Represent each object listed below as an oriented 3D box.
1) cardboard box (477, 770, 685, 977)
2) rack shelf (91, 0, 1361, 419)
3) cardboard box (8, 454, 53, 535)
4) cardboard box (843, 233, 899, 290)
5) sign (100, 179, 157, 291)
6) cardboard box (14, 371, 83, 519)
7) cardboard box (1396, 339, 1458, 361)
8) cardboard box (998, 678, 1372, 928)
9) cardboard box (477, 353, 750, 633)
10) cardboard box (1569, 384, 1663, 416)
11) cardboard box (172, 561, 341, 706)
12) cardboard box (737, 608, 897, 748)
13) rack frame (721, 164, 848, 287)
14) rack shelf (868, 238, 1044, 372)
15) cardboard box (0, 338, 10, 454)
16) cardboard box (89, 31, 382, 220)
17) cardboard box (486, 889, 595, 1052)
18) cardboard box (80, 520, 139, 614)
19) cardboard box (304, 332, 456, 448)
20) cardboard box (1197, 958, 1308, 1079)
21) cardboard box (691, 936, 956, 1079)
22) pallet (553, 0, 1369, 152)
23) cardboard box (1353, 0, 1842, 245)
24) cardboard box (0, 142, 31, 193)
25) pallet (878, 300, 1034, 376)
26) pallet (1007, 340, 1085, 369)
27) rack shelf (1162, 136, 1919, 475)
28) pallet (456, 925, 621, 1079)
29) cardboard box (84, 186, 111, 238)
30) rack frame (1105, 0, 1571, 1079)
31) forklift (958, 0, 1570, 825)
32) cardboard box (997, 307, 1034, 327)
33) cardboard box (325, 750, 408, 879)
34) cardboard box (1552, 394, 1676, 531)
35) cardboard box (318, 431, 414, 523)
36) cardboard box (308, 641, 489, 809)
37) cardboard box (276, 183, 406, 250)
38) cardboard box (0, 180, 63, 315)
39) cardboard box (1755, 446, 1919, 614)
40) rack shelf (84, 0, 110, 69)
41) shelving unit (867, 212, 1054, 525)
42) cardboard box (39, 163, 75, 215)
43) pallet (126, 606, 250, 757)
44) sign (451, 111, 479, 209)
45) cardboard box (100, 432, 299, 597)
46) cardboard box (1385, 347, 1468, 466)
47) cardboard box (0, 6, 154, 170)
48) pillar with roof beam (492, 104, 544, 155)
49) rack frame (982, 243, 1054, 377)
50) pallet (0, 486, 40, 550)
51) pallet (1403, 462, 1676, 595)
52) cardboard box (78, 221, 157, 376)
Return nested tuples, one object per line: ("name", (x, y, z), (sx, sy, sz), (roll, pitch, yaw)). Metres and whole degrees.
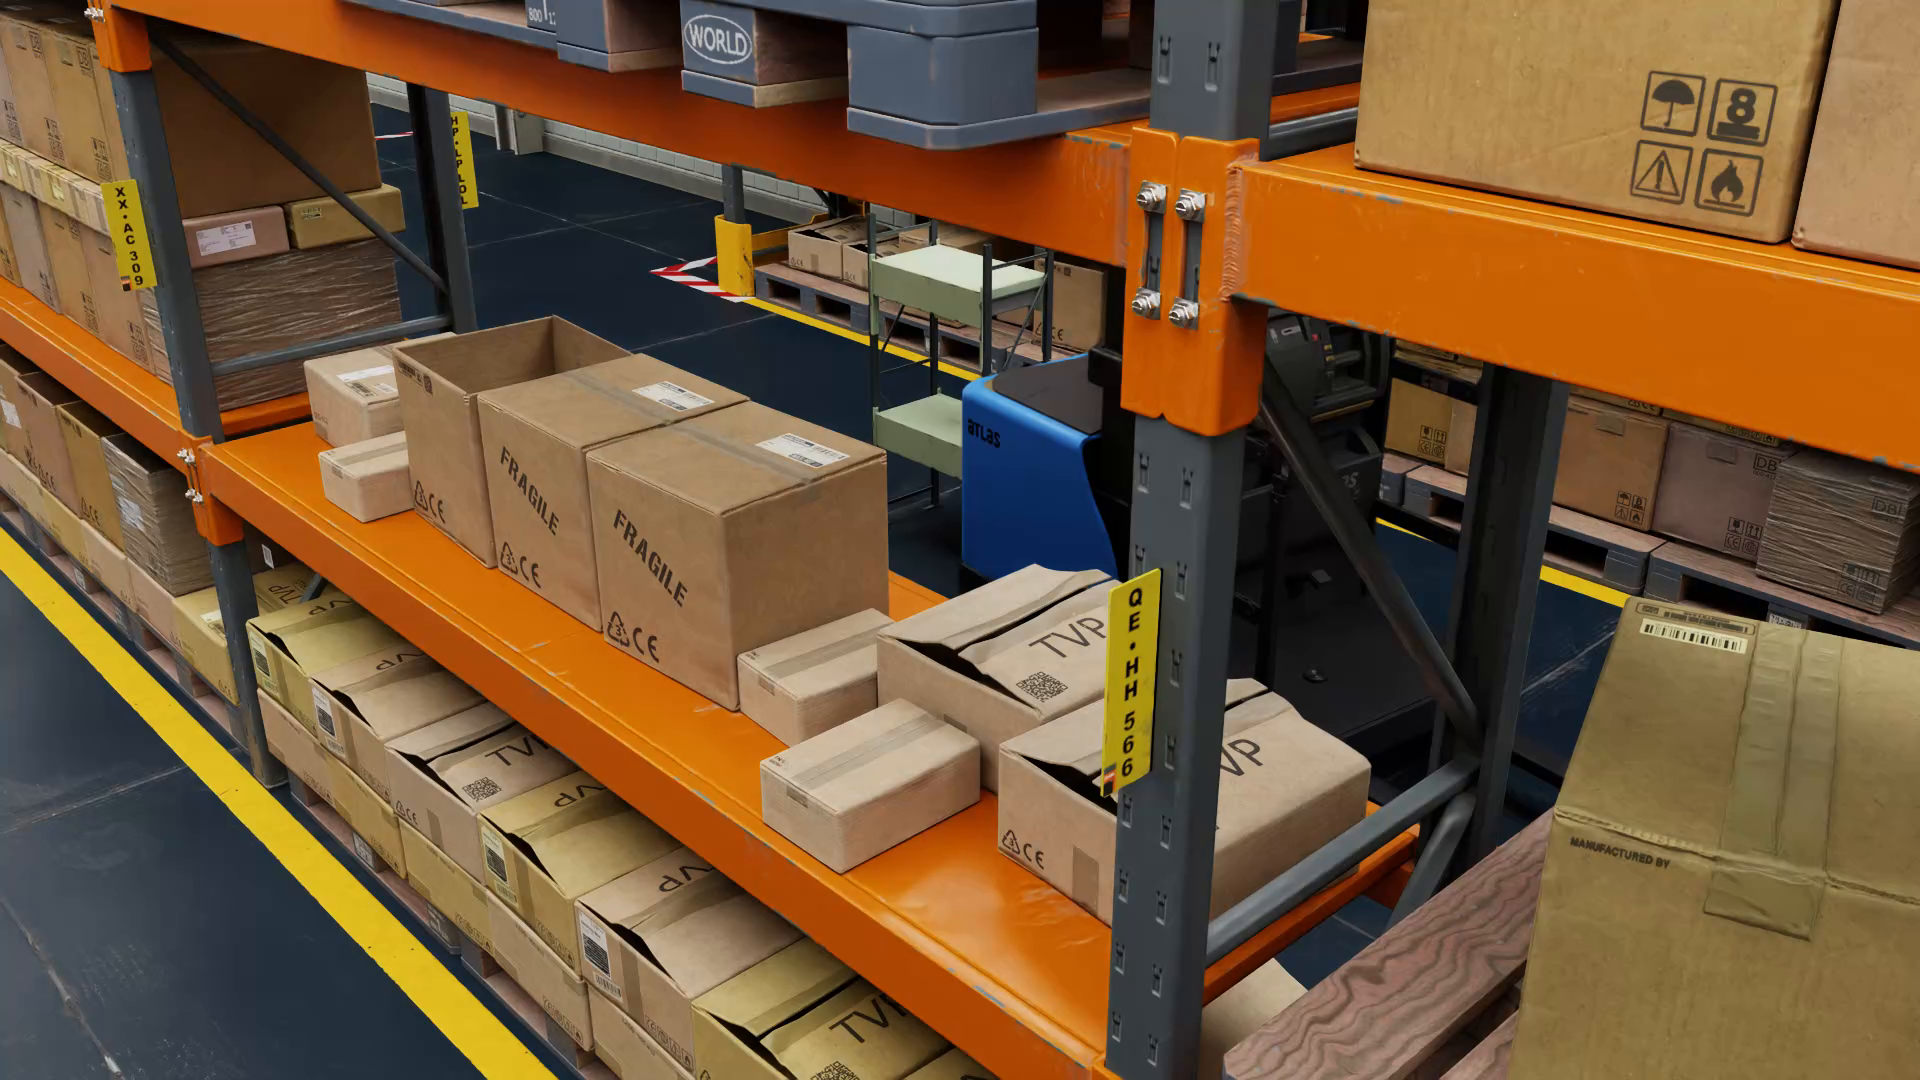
("cardboard box", (-0.943, 0.823, 4.463), (0.500, 0.311, 0.500), (-20, 31, -37))
("rack shelf", (-0.728, -1.074, 3.744), (1.077, 0.370, 4.000), (-21, 32, -38))
("cardboard box", (-3.939, -0.267, 7.529), (0.500, 0.250, 0.500), (-21, 32, -38))
("cardboard box", (-0.419, -1.830, 10.857), (0.500, 0.311, 0.500), (-18, 30, -34))
("sign", (-2.500, -0.915, 5.003), (0.100, 0.325, 0.005), (-21, 32, -38))
("cardboard box", (-3.602, -0.455, 7.037), (0.500, 0.500, 0.500), (-21, 32, -38))
("cardboard box", (2.337, -1.103, 8.131), (0.500, 0.250, 0.500), (-22, 33, -39))
("cardboard box", (0.422, 0.487, 3.176), (0.500, 0.311, 0.500), (-19, 31, -35))
("cardboard box", (-0.880, -0.140, 4.322), (0.500, 0.500, 0.500), (-21, 32, -38))
("cardboard box", (3.023, -0.790, 7.445), (0.500, 0.250, 0.500), (-21, 32, -39))
("cardboard box", (-2.572, 0.338, 6.201), (0.500, 0.250, 0.500), (-21, 32, -38))
("cardboard box", (-0.274, 0.313, 3.753), (0.380, 0.149, 0.250), (-18, 30, -35))
("rack frame", (-1.216, -3.261, 11.285), (1.000, 3.000, 0.127), (-21, 32, -38))
("rack shelf", (-0.005, -1.039, 7.281), (0.431, 0.370, 0.720), (-21, 32, -38))
("cardboard box", (-4.282, -0.760, 7.704), (0.500, 0.500, 0.500), (-21, 32, -38))
("cardboard box", (-2.403, -1.411, 5.546), (0.700, 0.500, 0.500), (-21, 32, -38))
("cardboard box", (-0.949, 1.075, 4.586), (0.500, 0.250, 0.500), (-20, 32, -38))
("cardboard box", (-3.259, 0.037, 6.862), (0.500, 0.250, 0.500), (-21, 32, -38))
("cardboard box", (-1.727, -0.438, 5.277), (0.500, 0.250, 0.500), (-19, 31, -35))
("cardboard box", (0.495, 1.132, 3.787), (0.500, 0.311, 0.500), (-20, 31, -37))
("cardboard box", (-0.259, 1.129, 3.792), (0.500, 0.311, 0.500), (-22, 32, -39))
("pallet", (0.109, -0.890, 2.701), (1.213, 0.211, 1.003), (-19, 31, -36))
("cardboard box", (0.961, -0.719, 1.977), (0.910, 0.500, 0.500), (-21, 32, -38))
("cardboard box", (-3.488, -1.470, 6.456), (0.380, 0.149, 0.250), (-20, 31, -37))
("pallet", (0.195, -1.344, 10.442), (1.003, 0.211, 1.213), (-21, 32, -38))
("pallet", (1.033, -0.974, 9.631), (1.003, 0.211, 1.213), (-21, 32, -38))
("rack shelf", (2.006, 0.137, 1.088), (1.077, 0.370, 4.000), (-21, 32, -38))
("pallet", (-0.725, 1.208, 4.849), (1.003, 0.211, 1.213), (-21, 32, -38))
("cardboard box", (-2.786, -1.159, 5.775), (0.380, 0.149, 0.250), (-22, 33, -40))
("rack frame", (0.641, 0.568, 2.891), (0.949, 2.616, 0.053), (-21, 32, -38))
("forklift", (1.249, -0.596, 5.526), (1.130, 2.935, 3.031), (-16, 29, -32))
("cardboard box", (0.439, -1.443, 10.203), (0.250, 0.149, 0.380), (21, 32, 38))
("cardboard box", (-1.652, 0.765, 5.267), (0.500, 0.250, 0.500), (-20, 31, -37))
("cardboard box", (3.094, -0.435, 7.572), (0.700, 0.500, 0.500), (-21, 32, -39))
("cardboard box", (-1.639, -0.202, 4.882), (0.380, 0.149, 0.250), (-21, 32, -38))
("cardboard box", (-1.657, 0.511, 5.148), (0.500, 0.311, 0.500), (-22, 32, -39))
("cardboard box", (-2.138, -1.120, 5.689), (0.380, 0.149, 0.250), (-21, 32, -39))
("cardboard box", (-3.460, -1.287, 6.837), (0.700, 0.500, 0.500), (-20, 31, -37))
("cardboard box", (3.722, -0.104, 6.845), (0.700, 0.500, 0.500), (-21, 32, -38))
("rack shelf", (-3.462, -2.286, 6.400), (1.077, 0.370, 4.000), (-21, 32, -38))
("shelving unit", (-0.005, -0.684, 7.443), (0.431, 1.500, 0.755), (-21, 32, -38))
("cardboard box", (-3.132, -1.314, 6.114), (0.380, 0.149, 0.250), (-21, 32, -39))
("pallet", (-2.608, 0.373, 6.678), (1.003, 0.211, 1.213), (-21, 32, -38))
("sign", (-1.706, -1.291, 5.665), (0.100, 0.325, 0.005), (-21, 32, -38))
("cardboard box", (-2.905, -0.158, 6.385), (0.500, 0.500, 0.500), (-21, 32, -38))
("cardboard box", (2.423, -0.752, 8.265), (0.700, 0.500, 0.500), (-22, 32, -39))
("cardboard box", (-3.091, -1.716, 6.214), (0.700, 0.500, 0.500), (-21, 32, -38))
("pillar with roof beam", (-7.350, -6.621, 11.420), (9.100, 9.000, 0.400), (-21, 32, -38))
("rack frame", (0.246, -0.573, 7.200), (0.400, 1.500, 0.023), (-21, 32, -38))
("pallet", (-4.276, -0.366, 8.299), (1.003, 0.211, 1.213), (-21, 32, -38))
("pallet", (2.889, -0.176, 7.880), (1.003, 0.211, 1.213), (-21, 32, -38))
("cardboard box", (-2.769, -0.979, 6.162), (0.700, 0.500, 0.500), (-22, 32, -39))
